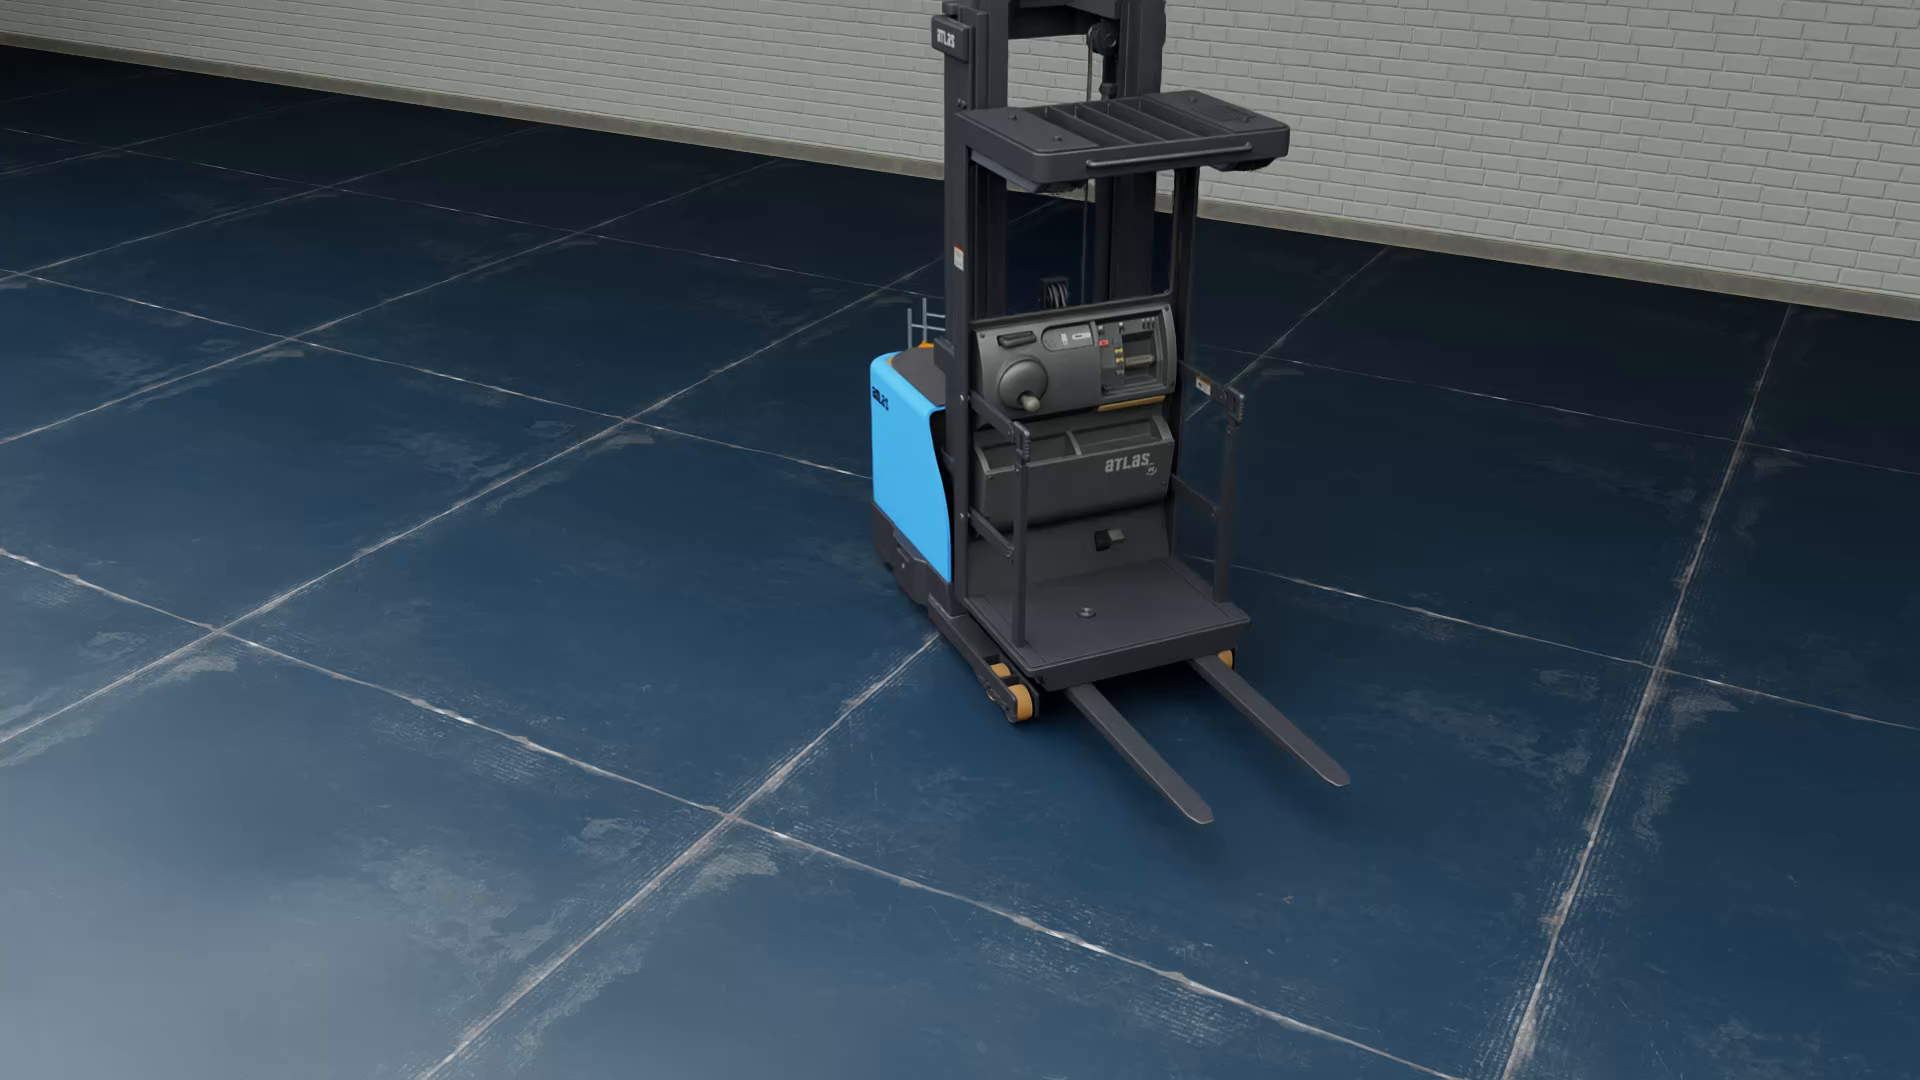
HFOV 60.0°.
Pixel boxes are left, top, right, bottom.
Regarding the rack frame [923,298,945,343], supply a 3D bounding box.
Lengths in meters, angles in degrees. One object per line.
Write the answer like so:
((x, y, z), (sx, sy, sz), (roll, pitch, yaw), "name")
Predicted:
((-0.080, -0.688, 8.784), (0.240, 1.200, 0.006), (11, 29, 21), "rack frame")

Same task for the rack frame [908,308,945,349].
((-0.153, -0.613, 8.634), (0.240, 1.200, 0.006), (11, 29, 21), "rack frame")

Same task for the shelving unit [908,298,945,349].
((-0.117, -0.650, 8.709), (0.258, 1.200, 0.189), (11, 29, 21), "shelving unit")

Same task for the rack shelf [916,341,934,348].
((-0.117, -0.933, 8.568), (0.258, 0.103, 0.180), (11, 29, 21), "rack shelf")

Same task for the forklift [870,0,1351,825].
((0.594, -0.740, 6.955), (1.130, 2.935, 3.031), (-11, 29, -21), "forklift")
